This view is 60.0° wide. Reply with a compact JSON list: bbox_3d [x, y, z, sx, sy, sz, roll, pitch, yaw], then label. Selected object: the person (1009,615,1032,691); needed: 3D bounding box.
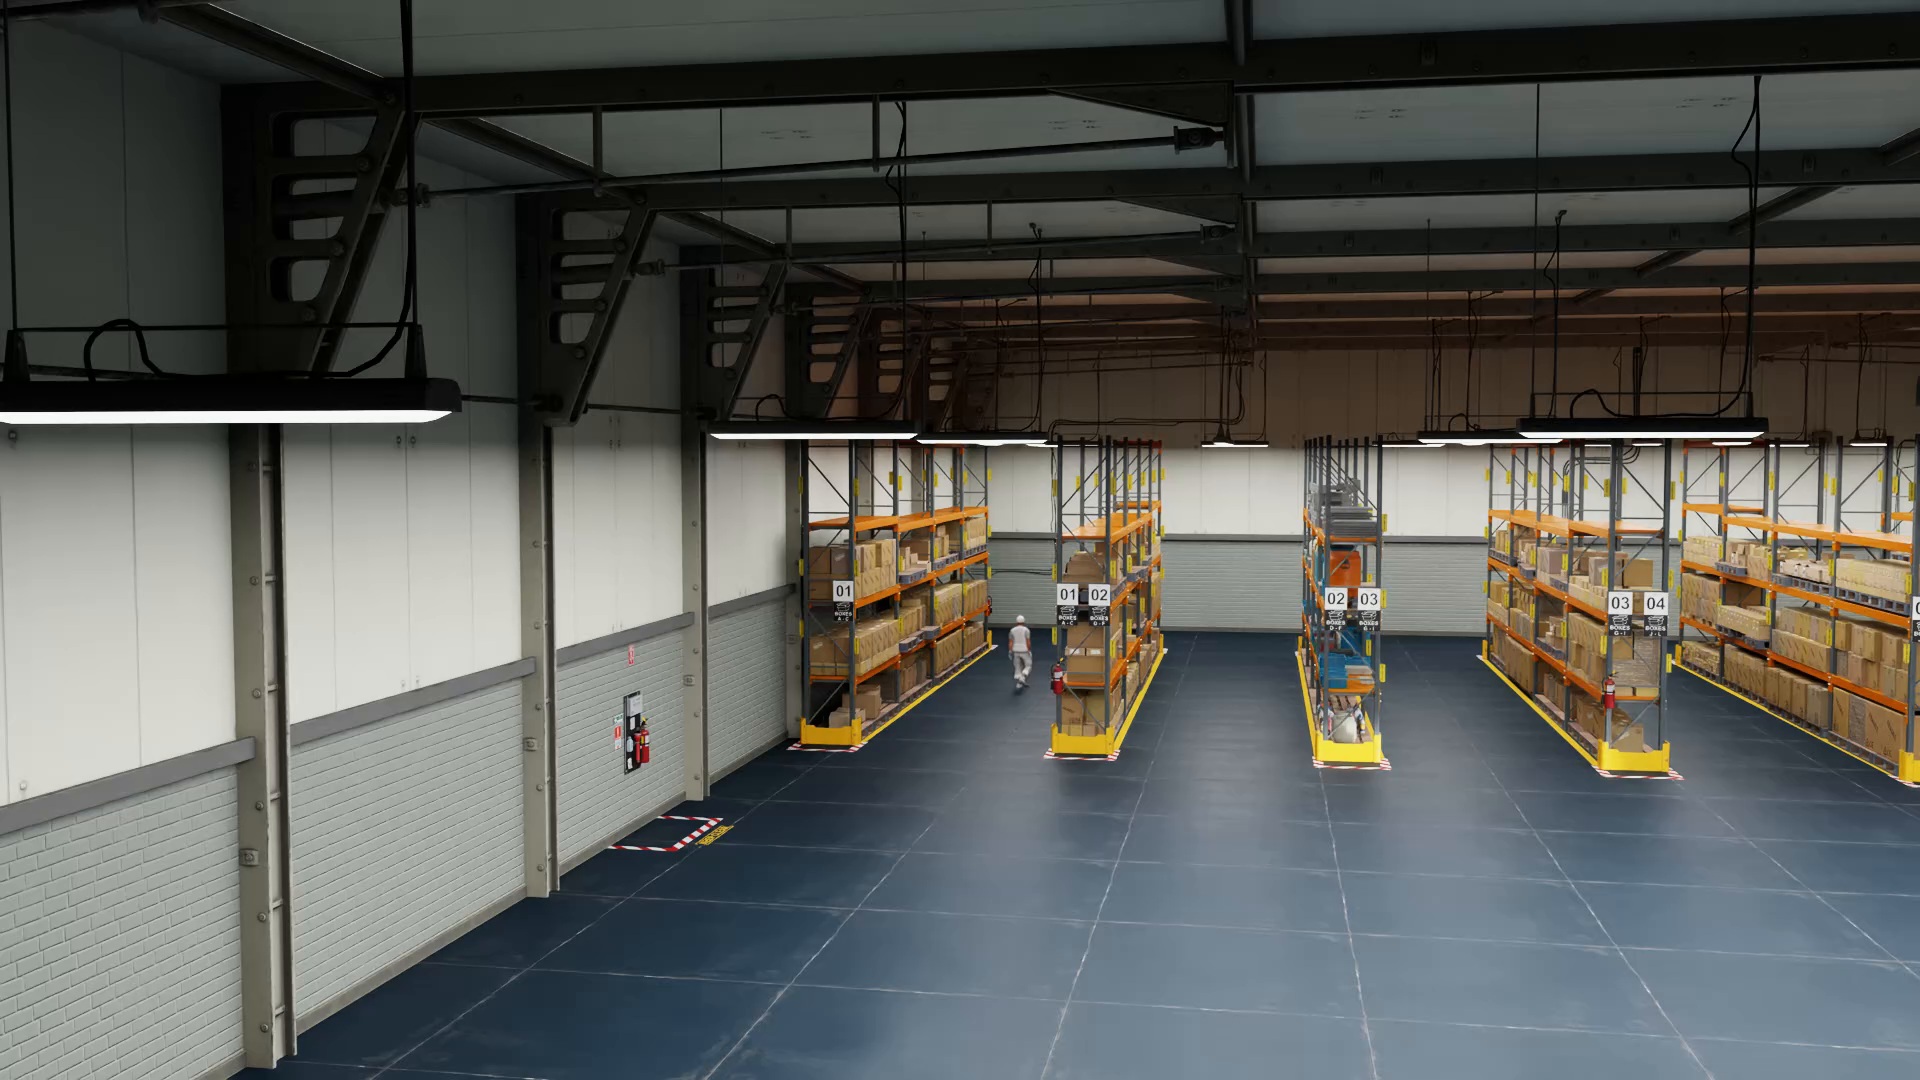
[{"bbox_3d":[1.424,2.686,39.604,0.584,1.782,0.481,1,3,24],"label":"person"}]
